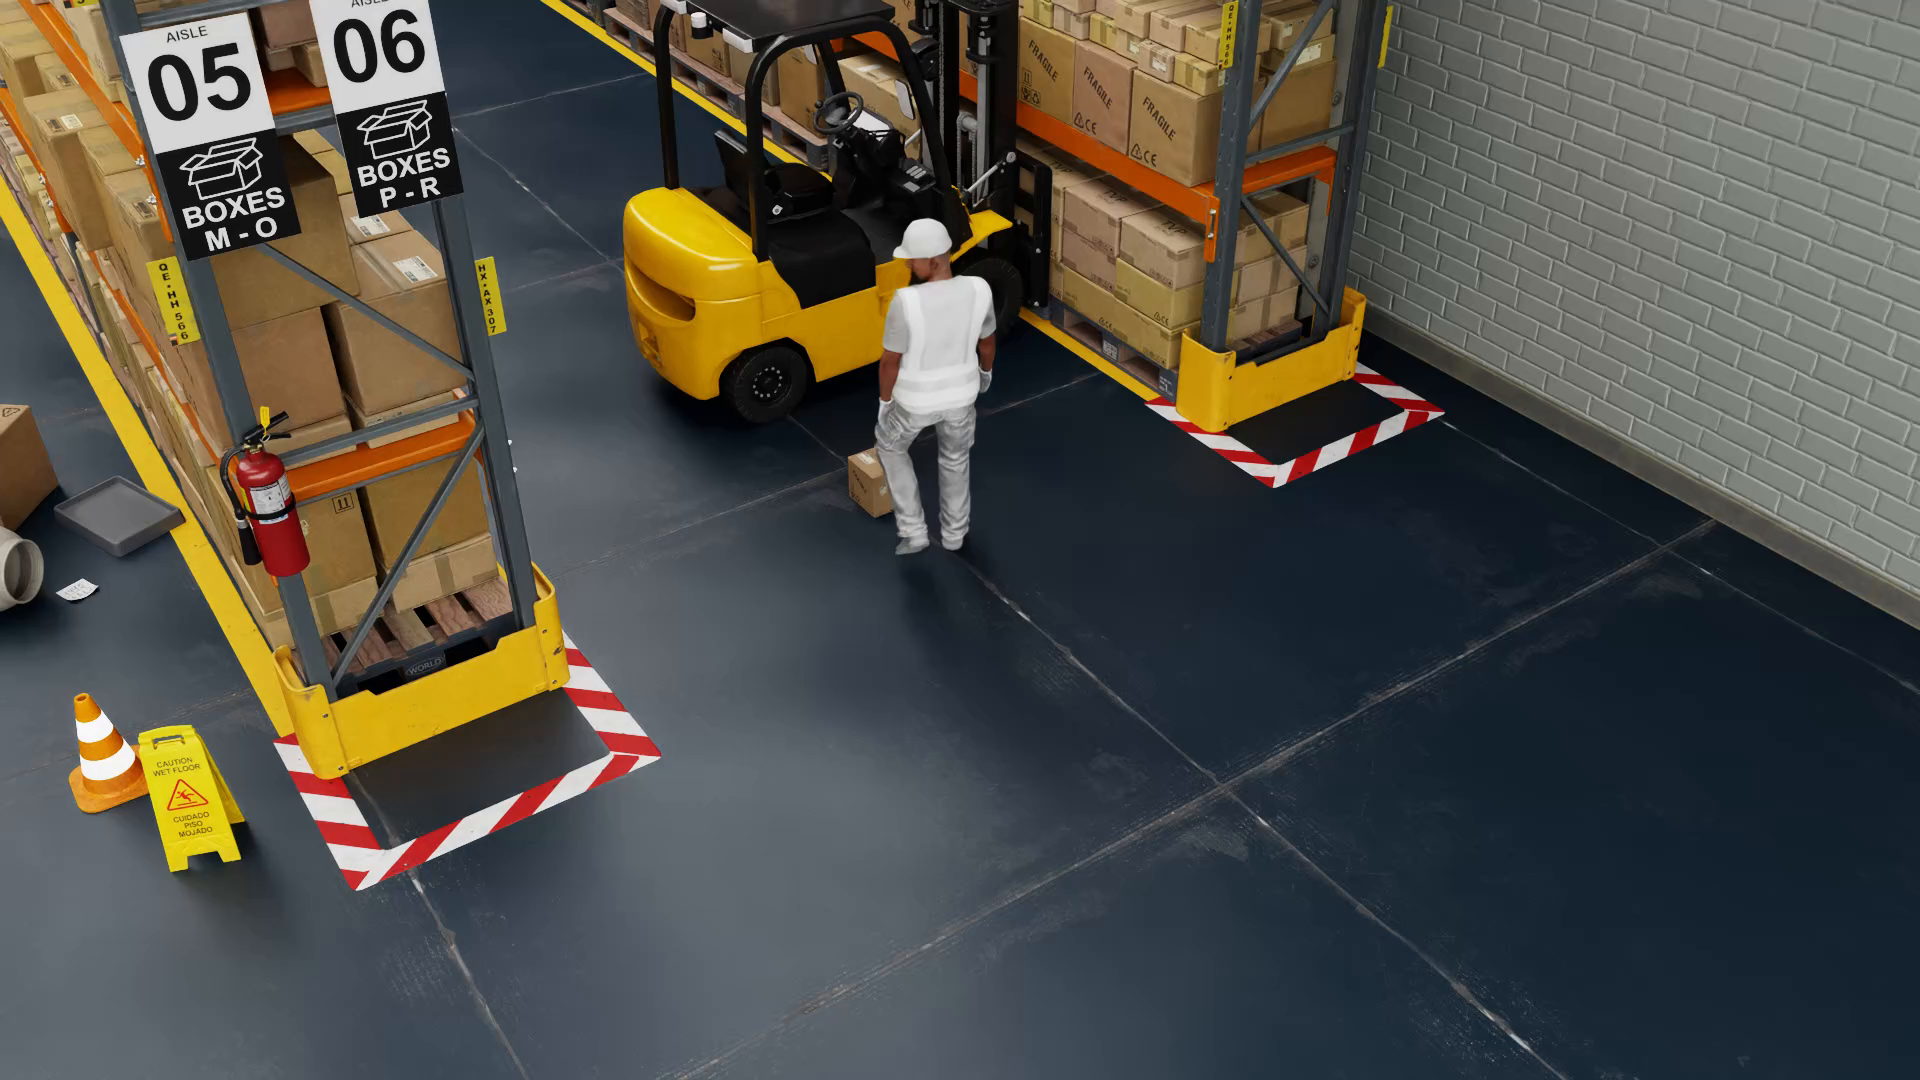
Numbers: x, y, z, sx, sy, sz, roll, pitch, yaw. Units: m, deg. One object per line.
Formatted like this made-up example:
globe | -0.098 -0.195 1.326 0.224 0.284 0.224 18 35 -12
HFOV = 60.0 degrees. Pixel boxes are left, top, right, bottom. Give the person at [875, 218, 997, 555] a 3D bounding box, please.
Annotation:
person | -0.104 -0.691 7.899 0.622 1.778 0.496 -10 37 -13
